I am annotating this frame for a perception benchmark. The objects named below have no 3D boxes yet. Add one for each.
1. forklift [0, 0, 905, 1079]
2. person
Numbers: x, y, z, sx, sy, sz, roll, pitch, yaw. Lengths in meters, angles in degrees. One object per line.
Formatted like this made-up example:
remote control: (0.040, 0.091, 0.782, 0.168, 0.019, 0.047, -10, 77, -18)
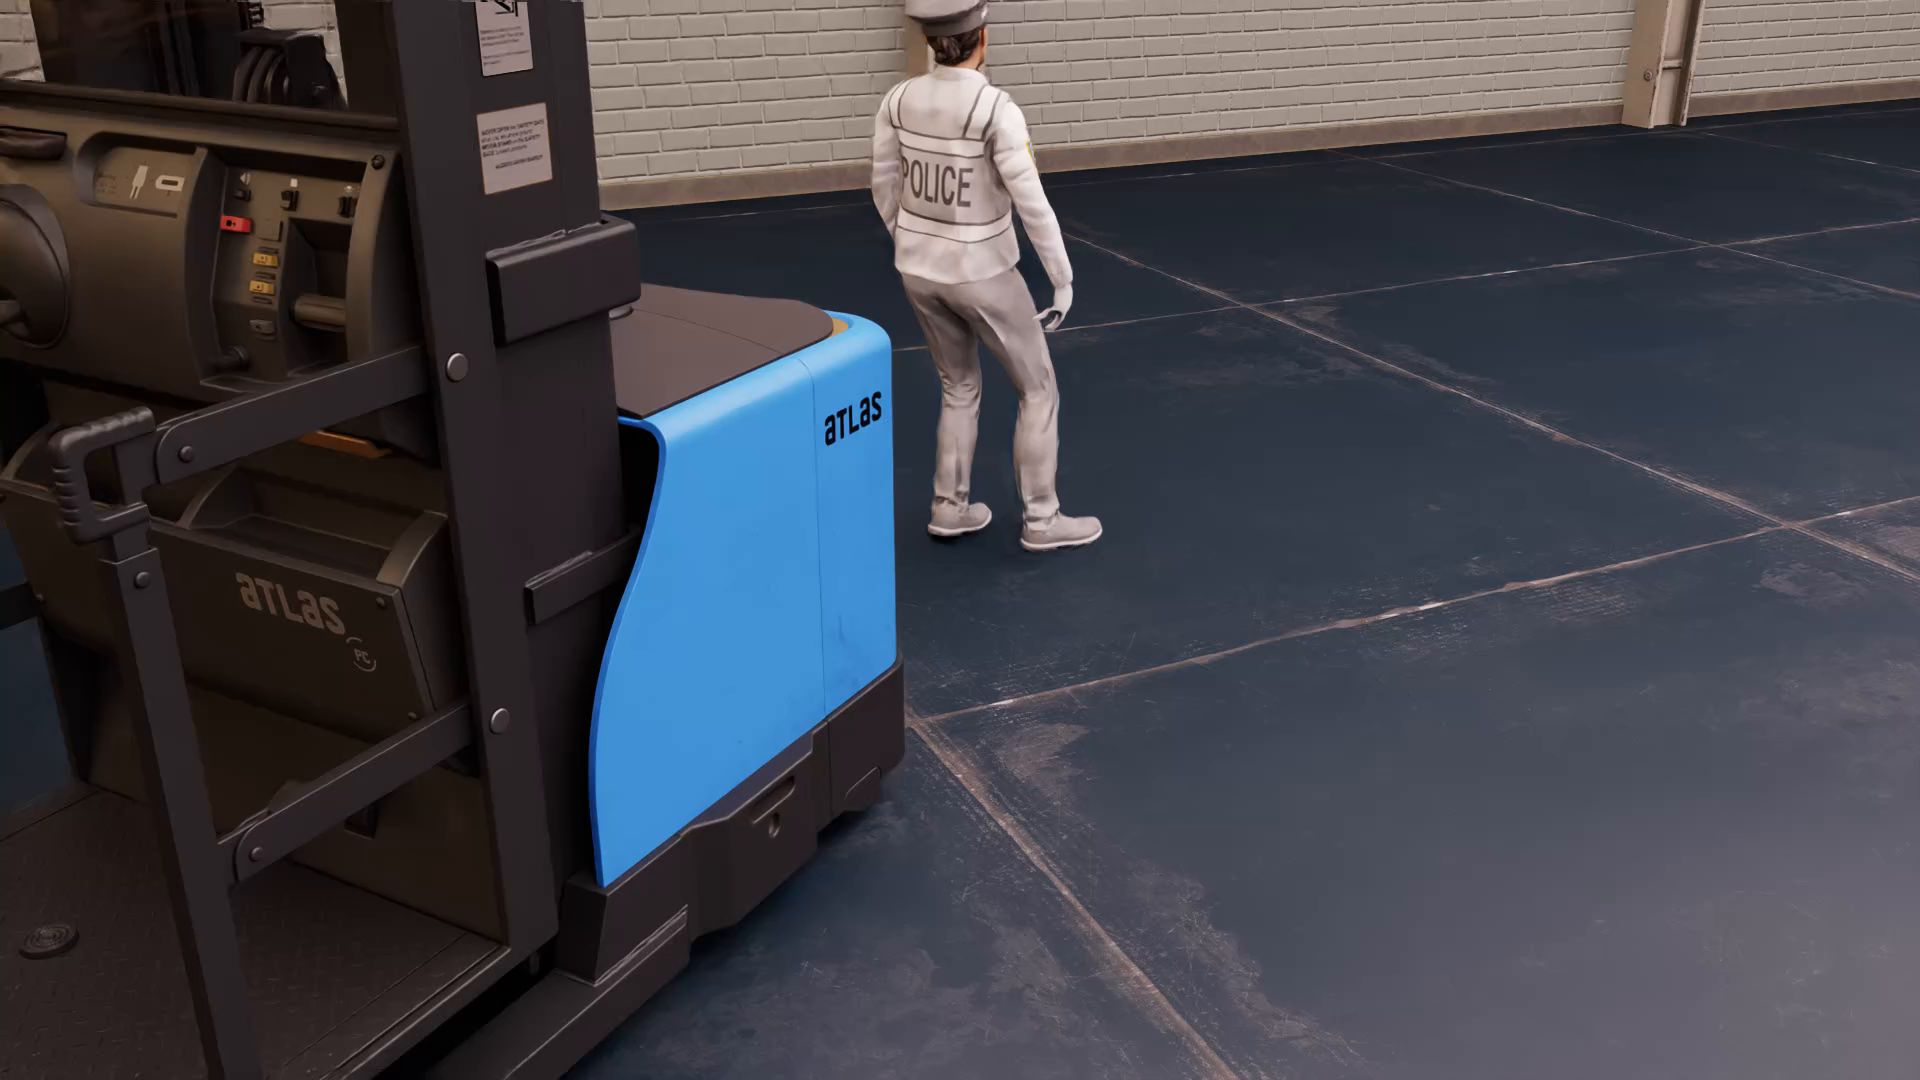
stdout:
forklift: (-1.277, -0.410, 2.274, 1.130, 2.935, 3.031, 12, 25, 26)
person: (0.061, -0.781, 4.850, 0.672, 1.670, 0.437, 14, 26, 31)
